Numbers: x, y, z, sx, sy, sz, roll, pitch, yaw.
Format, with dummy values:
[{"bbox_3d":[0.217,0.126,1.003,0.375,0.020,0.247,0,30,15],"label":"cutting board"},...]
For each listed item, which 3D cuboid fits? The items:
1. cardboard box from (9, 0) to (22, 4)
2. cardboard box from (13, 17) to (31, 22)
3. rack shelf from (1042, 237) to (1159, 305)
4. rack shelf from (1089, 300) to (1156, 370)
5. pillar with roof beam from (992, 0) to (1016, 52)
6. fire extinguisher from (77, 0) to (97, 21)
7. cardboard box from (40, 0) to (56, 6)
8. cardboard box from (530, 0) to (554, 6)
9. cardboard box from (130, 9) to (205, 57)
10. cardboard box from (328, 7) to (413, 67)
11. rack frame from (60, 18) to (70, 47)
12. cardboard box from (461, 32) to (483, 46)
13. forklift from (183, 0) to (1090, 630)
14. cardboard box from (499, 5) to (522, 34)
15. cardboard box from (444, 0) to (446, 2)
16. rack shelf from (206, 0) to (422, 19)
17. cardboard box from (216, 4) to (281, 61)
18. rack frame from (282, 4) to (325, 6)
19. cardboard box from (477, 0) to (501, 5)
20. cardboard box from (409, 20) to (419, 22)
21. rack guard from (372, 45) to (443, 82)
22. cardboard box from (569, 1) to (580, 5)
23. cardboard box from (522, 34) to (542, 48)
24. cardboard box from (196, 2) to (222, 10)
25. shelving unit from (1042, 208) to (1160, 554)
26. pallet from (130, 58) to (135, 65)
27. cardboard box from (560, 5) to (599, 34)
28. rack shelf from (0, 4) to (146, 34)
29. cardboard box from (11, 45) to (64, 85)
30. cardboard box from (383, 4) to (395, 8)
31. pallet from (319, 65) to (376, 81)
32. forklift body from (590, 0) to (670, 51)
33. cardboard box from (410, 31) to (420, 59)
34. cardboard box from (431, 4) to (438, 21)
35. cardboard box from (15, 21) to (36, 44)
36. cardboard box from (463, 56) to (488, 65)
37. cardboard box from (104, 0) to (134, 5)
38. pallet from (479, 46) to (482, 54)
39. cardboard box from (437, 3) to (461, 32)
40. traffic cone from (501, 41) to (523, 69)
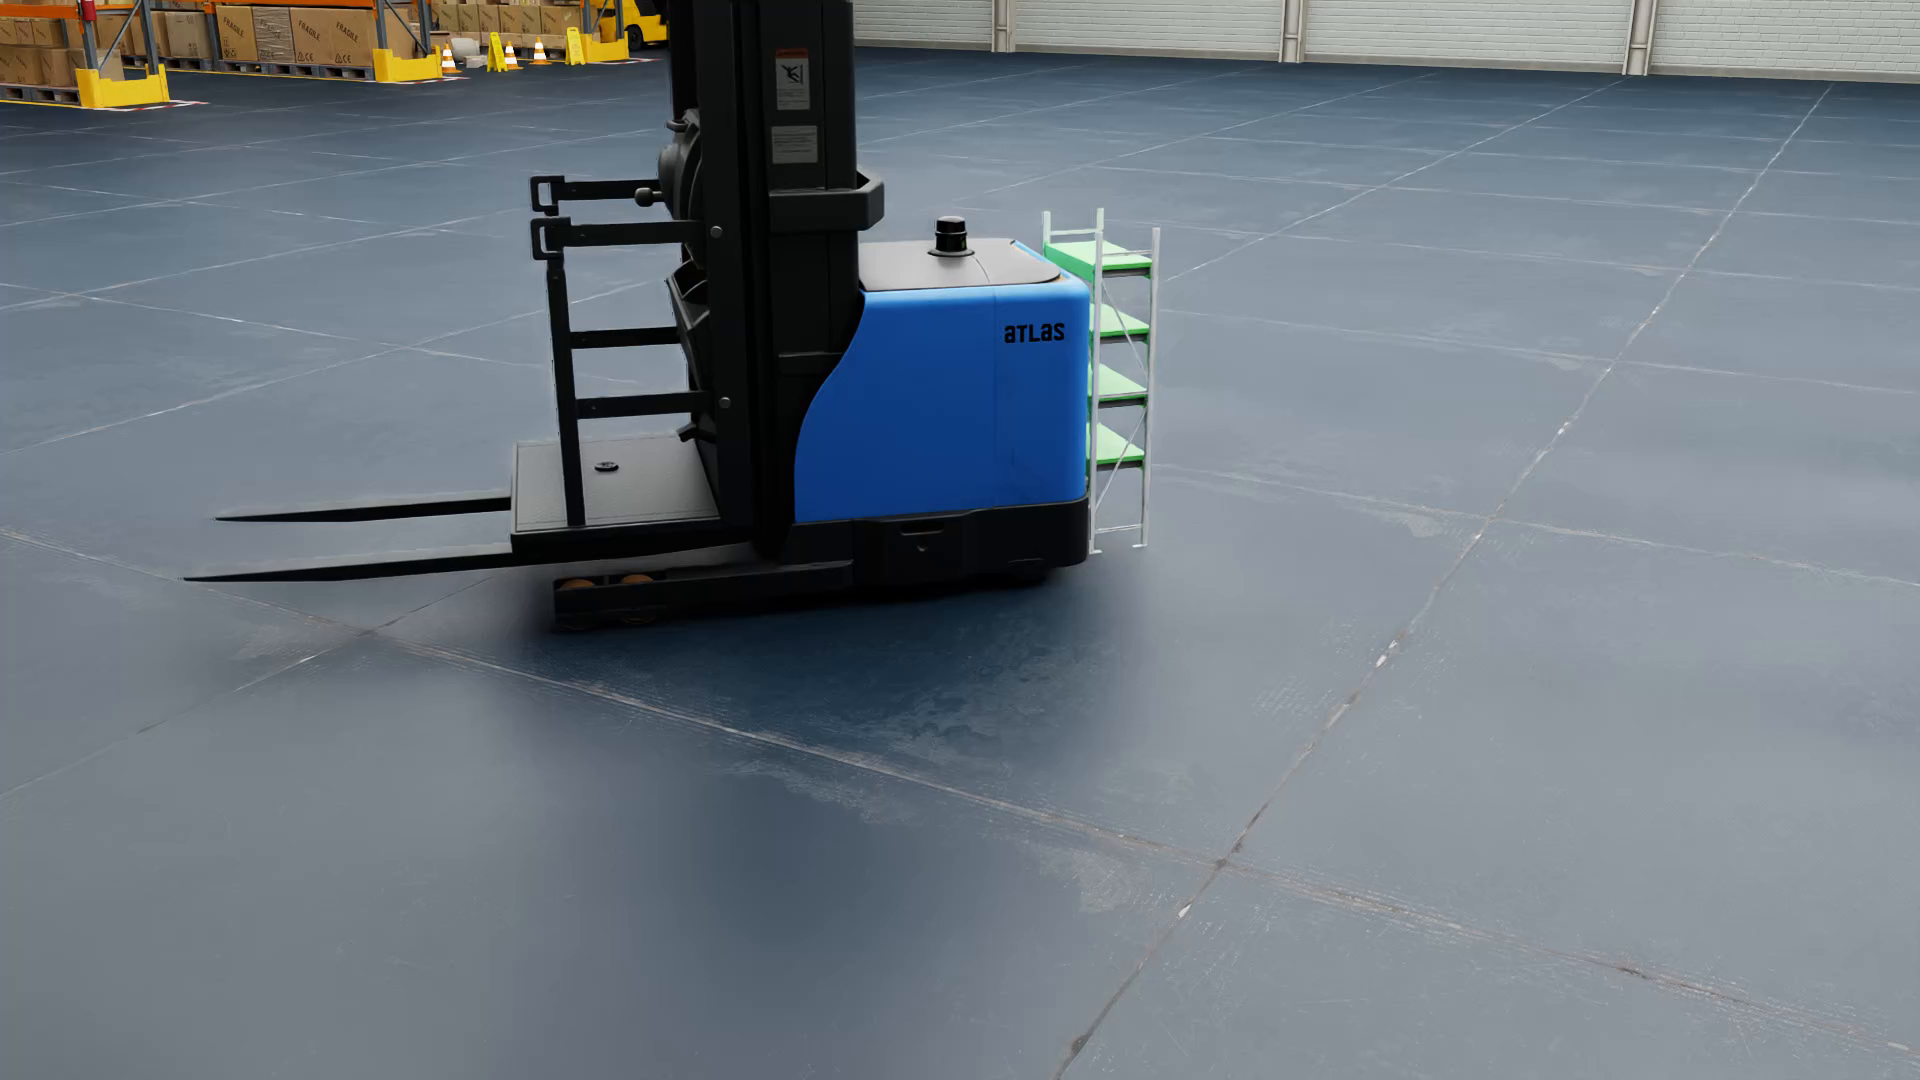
[{"bbox_3d":[-12.890,-7.487,22.976,0.250,0.149,0.380,11,23,27],"label":"cardboard box"},{"bbox_3d":[-17.089,-9.698,30.652,0.500,0.250,0.500,11,23,28],"label":"cardboard box"},{"bbox_3d":[0.512,-0.997,6.133,0.258,0.148,0.480,-7,21,-18],"label":"rack shelf"},{"bbox_3d":[0.512,-0.771,6.215,0.258,0.148,0.480,-7,21,-18],"label":"rack shelf"},{"bbox_3d":[-1.221,-12.770,28.373,0.400,9.000,9.100,11,23,27],"label":"pillar with roof beam"},{"bbox_3d":[-11.566,-7.224,21.995,0.183,0.674,0.296,11,23,27],"label":"fire extinguisher"},{"bbox_3d":[-12.252,-7.353,22.604,0.250,0.149,0.380,11,23,27],"label":"cardboard box"},{"bbox_3d":[-7.788,-10.026,30.971,0.250,0.149,0.380,12,23,29],"label":"cardboard box"},{"bbox_3d":[-13.852,-8.919,29.239,0.750,0.750,1.050,11,23,27],"label":"cardboard box"},{"bbox_3d":[-9.558,-8.168,26.984,0.875,0.875,0.875,11,23,28],"label":"cardboard box"},{"bbox_3d":[-15.918,-10.207,30.104,0.127,3.000,1.000,11,23,27],"label":"rack frame"},{"bbox_3d":[-9.245,-9.673,32.049,0.500,0.250,0.500,12,23,30],"label":"cardboard box"},{"bbox_3d":[-1.116,-1.276,5.584,3.031,2.935,1.130,-5,20,-13],"label":"forklift"},{"bbox_3d":[-8.329,-9.852,31.442,0.500,0.500,0.500,10,22,26],"label":"cardboard box"},{"bbox_3d":[-11.730,-12.510,38.551,0.250,0.149,0.380,10,22,25],"label":"cardboard box"},{"bbox_3d":[-10.680,-8.871,27.476,4.000,0.370,1.077,11,23,27],"label":"rack shelf"},{"bbox_3d":[-11.911,-8.615,28.215,0.875,0.875,0.875,11,23,28],"label":"cardboard box"},{"bbox_3d":[-13.592,-11.697,34.213,0.127,3.000,1.000,11,23,27],"label":"rack frame"},{"bbox_3d":[-8.951,-10.248,31.584,0.250,0.149,0.380,12,23,30],"label":"cardboard box"},{"bbox_3d":[-11.189,-10.199,33.321,0.625,0.372,0.950,12,23,31],"label":"cardboard box"},{"bbox_3d":[-8.913,-7.697,26.852,0.348,0.500,1.175,11,23,27],"label":"rack guard"},{"bbox_3d":[-8.144,-11.675,37.018,0.625,0.625,0.875,12,23,30],"label":"cardboard box"},{"bbox_3d":[-7.894,-9.415,31.336,0.500,0.250,0.500,11,23,27],"label":"cardboard box"},{"bbox_3d":[-15.712,-11.334,35.711,0.875,0.875,0.875,12,23,29],"label":"cardboard box"},{"bbox_3d":[0.512,-0.605,6.275,0.258,1.200,0.503,-7,21,-18],"label":"shelving unit"},{"bbox_3d":[-15.267,-8.742,30.157,1.213,0.211,1.003,11,23,27],"label":"pallet"},{"bbox_3d":[-7.199,-9.844,31.422,0.500,0.500,0.500,10,22,26],"label":"cardboard box"},{"bbox_3d":[-13.187,-7.411,23.452,4.000,0.370,1.077,11,23,27],"label":"rack shelf"},{"bbox_3d":[-13.054,-6.747,23.616,0.500,0.500,0.500,13,24,32],"label":"cardboard box"},{"bbox_3d":[-13.451,-12.546,39.602,0.500,0.500,0.500,10,22,26],"label":"cardboard box"},{"bbox_3d":[-9.670,-7.675,27.215,1.213,0.211,1.003,11,23,27],"label":"pallet"},{"bbox_3d":[-6.736,-11.218,34.138,1.214,2.155,2.313,11,23,27],"label":"forklift body"},{"bbox_3d":[-10.197,-8.949,30.097,0.503,0.637,0.797,11,23,27],"label":"cardboard box"},{"bbox_3d":[-12.081,-12.291,38.899,0.500,0.500,0.500,10,22,26],"label":"cardboard box"},{"bbox_3d":[-17.072,-9.348,30.787,0.500,0.500,0.500,12,23,29],"label":"cardboard box"},{"bbox_3d":[-8.737,-8.643,29.974,0.380,0.149,0.250,-11,23,-29],"label":"cardboard box"},{"bbox_3d":[-11.574,-7.417,22.782,0.250,0.149,0.380,11,23,27],"label":"cardboard box"},{"bbox_3d":[-9.497,-9.620,32.576,1.213,0.211,1.003,11,23,27],"label":"pallet"},{"bbox_3d":[-9.717,-10.111,32.157,0.500,0.500,0.500,12,23,30],"label":"cardboard box"},{"bbox_3d":[-7.857,-8.475,29.050,0.334,0.463,0.336,11,23,27],"label":"traffic cone"}]
